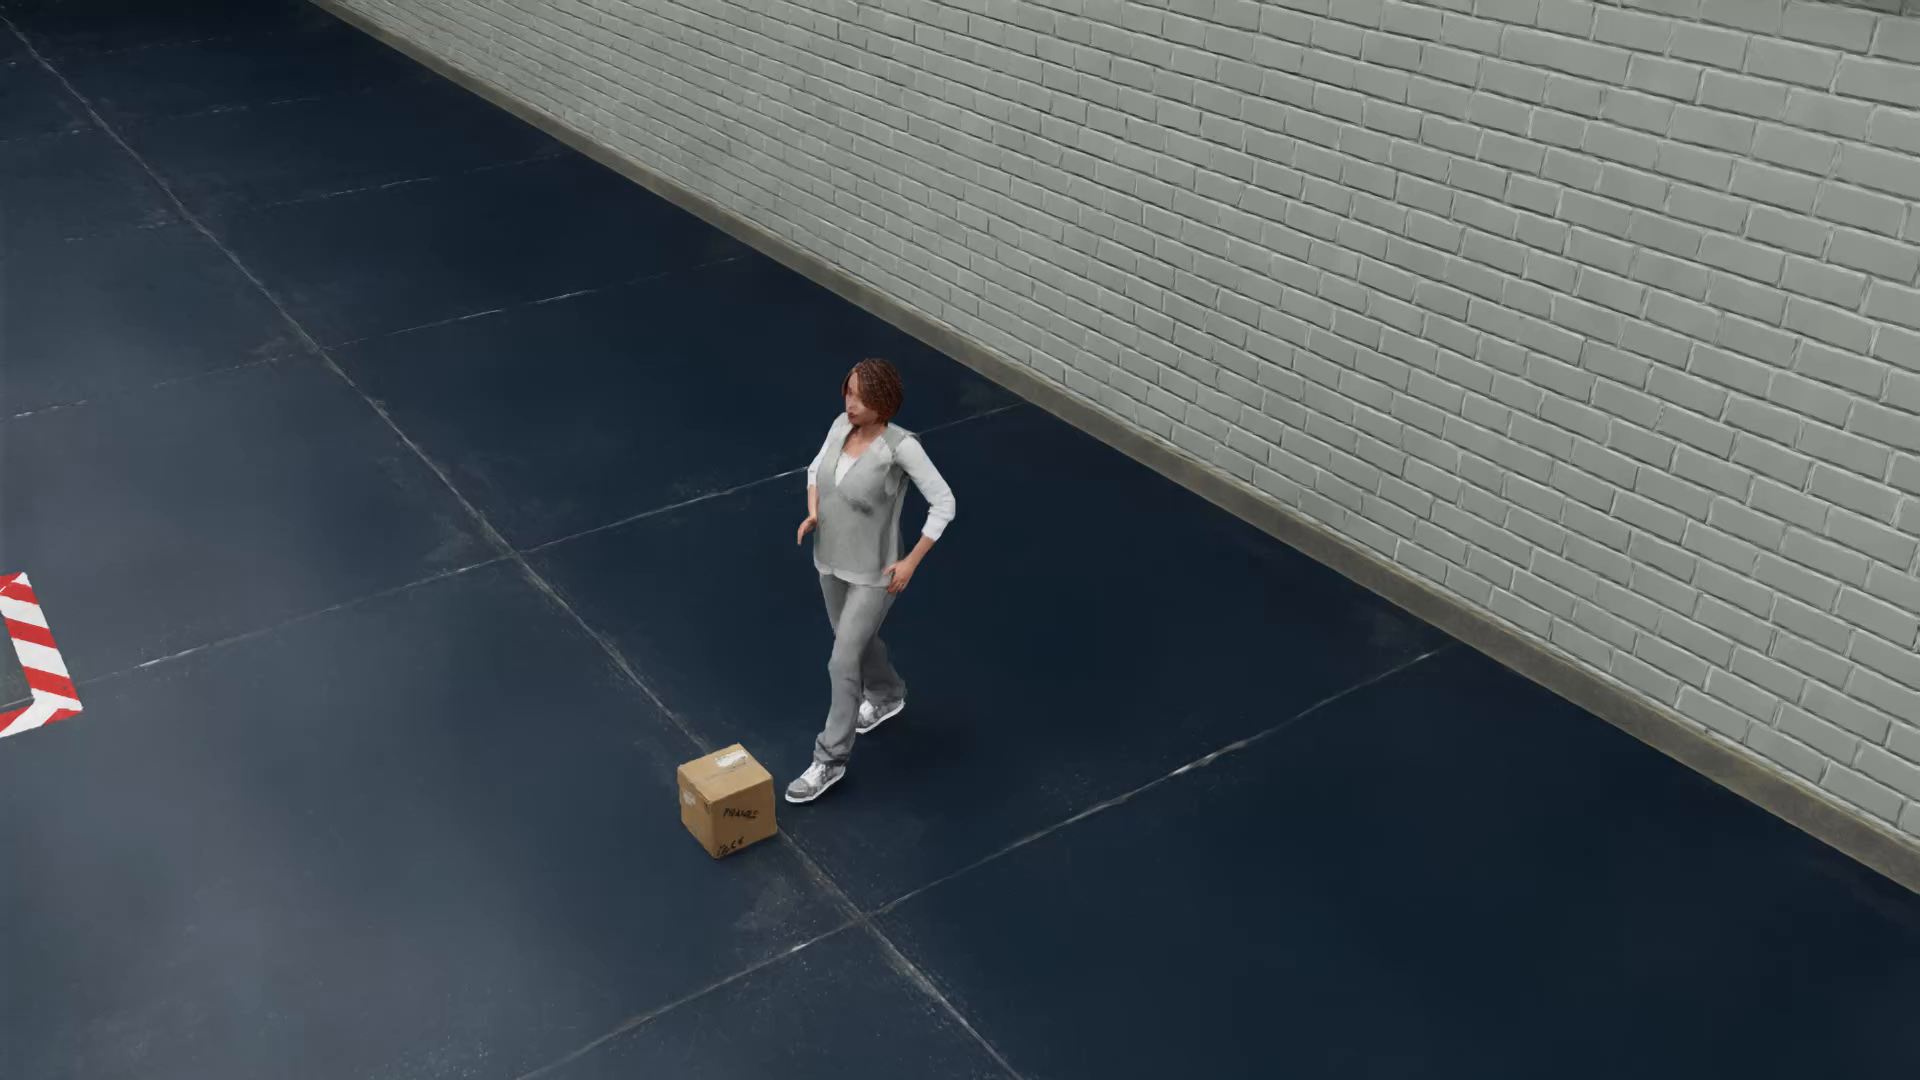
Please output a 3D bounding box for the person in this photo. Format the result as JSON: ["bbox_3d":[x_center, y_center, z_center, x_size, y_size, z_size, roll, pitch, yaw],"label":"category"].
[{"bbox_3d":[-0.417,0.164,5.873,0.585,1.527,0.710,24,37,36],"label":"person"}]
